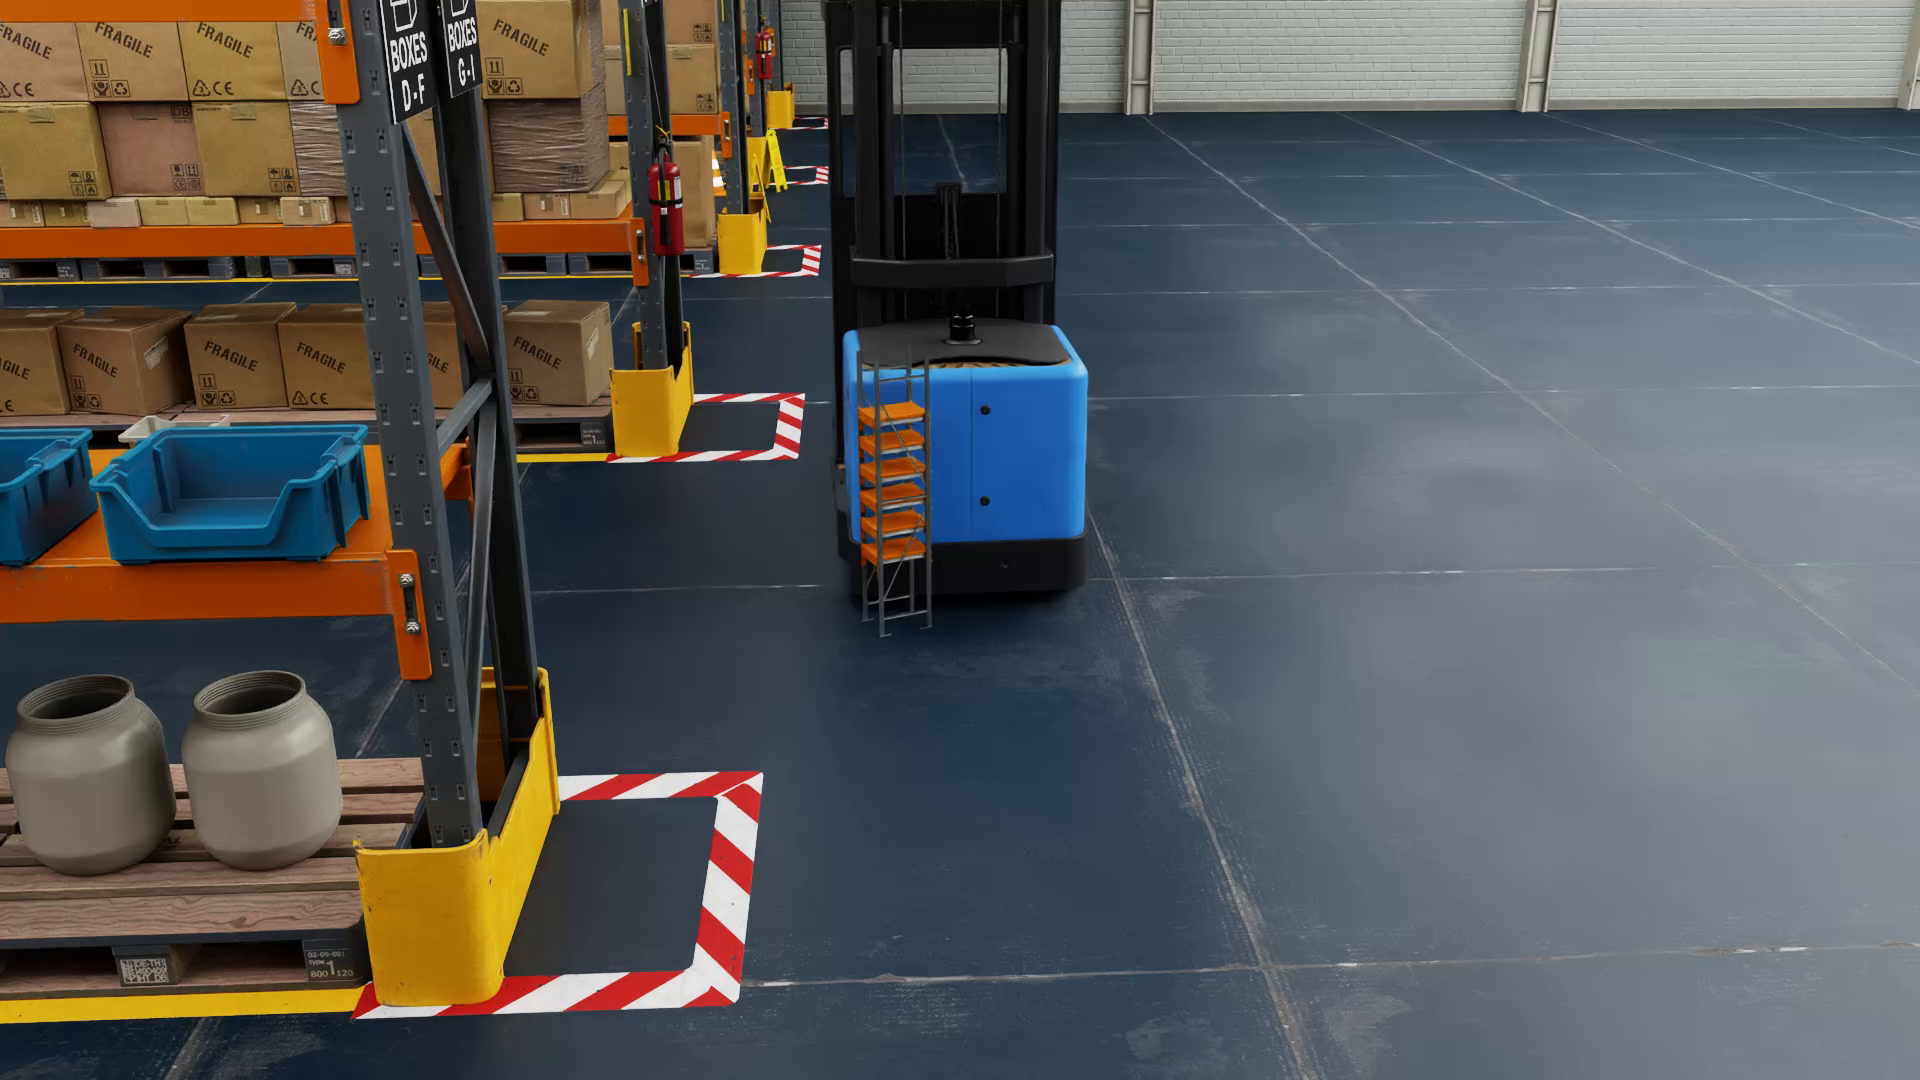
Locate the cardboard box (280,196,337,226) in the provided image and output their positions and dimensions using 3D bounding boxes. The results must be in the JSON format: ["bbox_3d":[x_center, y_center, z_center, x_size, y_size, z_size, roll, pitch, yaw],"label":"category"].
[{"bbox_3d":[-3.492,-1.812,9.019,0.250,0.149,0.380,-1,21,-3],"label":"cardboard box"}]

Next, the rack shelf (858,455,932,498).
[{"bbox_3d":[-0.271,-0.266,6.921,0.258,0.103,0.180,-10,23,-23],"label":"rack shelf"}]

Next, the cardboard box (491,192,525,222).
[{"bbox_3d":[-2.496,-1.852,9.122,0.250,0.149,0.380,-1,21,-3],"label":"cardboard box"}]

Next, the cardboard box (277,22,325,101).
[{"bbox_3d":[-3.260,-2.609,8.795,0.500,0.500,0.500,-1,21,-3],"label":"cardboard box"}]

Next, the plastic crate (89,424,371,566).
[{"bbox_3d":[-1.927,-0.131,4.459,0.616,0.251,0.499,-1,21,-3],"label":"plastic crate"}]

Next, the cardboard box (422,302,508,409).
[{"bbox_3d":[-2.946,-1.074,9.648,0.500,0.500,0.500,4,21,11],"label":"cardboard box"}]

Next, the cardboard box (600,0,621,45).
[{"bbox_3d":[-2.826,-4.378,13.675,0.550,0.550,0.875,-1,21,-3],"label":"cardboard box"}]

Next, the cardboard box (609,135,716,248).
[{"bbox_3d":[-2.583,-3.007,14.198,0.875,0.875,0.875,-1,21,-3],"label":"cardboard box"}]

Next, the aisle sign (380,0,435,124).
[{"bbox_3d":[-1.356,-1.428,4.003,0.004,0.787,0.394,-1,21,-3],"label":"aisle sign"}]

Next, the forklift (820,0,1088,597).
[{"bbox_3d":[-0.104,-1.604,8.213,1.130,2.935,3.031,-2,21,-5],"label":"forklift"}]

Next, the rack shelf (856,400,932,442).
[{"bbox_3d":[-0.272,-0.490,6.835,0.258,0.103,0.180,-10,23,-23],"label":"rack shelf"}]

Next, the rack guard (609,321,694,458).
[{"bbox_3d":[-1.803,-0.907,9.800,0.348,0.500,1.175,-1,21,-3],"label":"rack guard"}]

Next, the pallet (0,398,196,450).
[{"bbox_3d":[-5.052,-0.718,9.711,1.213,0.211,1.003,-1,21,-3],"label":"pallet"}]

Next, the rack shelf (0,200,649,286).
[{"bbox_3d":[-3.724,-1.700,9.381,4.000,0.370,1.077,-1,21,-3],"label":"rack shelf"}]

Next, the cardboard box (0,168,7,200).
[{"bbox_3d":[-5.268,-2.168,9.042,0.500,0.500,0.875,-1,21,-3],"label":"cardboard box"}]

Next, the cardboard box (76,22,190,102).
[{"bbox_3d":[-4.259,-2.588,8.739,0.500,0.500,0.500,-1,21,-3],"label":"cardboard box"}]

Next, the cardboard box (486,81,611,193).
[{"bbox_3d":[-2.278,-2.261,9.285,0.500,0.500,0.875,-1,21,-3],"label":"cardboard box"}]

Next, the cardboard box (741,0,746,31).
[{"bbox_3d":[-3.056,-7.304,22.948,0.500,0.500,0.500,-2,21,-4],"label":"cardboard box"}]

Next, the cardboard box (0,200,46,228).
[{"bbox_3d":[-4.991,-1.791,8.962,0.250,0.149,0.380,-1,21,-3],"label":"cardboard box"}]

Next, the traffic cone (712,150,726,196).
[{"bbox_3d":[-2.649,-3.944,17.831,0.334,0.463,0.336,-1,21,-3],"label":"traffic cone"}]

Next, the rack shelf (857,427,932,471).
[{"bbox_3d":[-0.271,-0.378,6.878,0.258,0.103,0.180,-10,23,-23],"label":"rack shelf"}]

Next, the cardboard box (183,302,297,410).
[{"bbox_3d":[-4.132,-1.072,9.644,0.500,0.500,0.500,-3,21,-8],"label":"cardboard box"}]

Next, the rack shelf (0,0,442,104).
[{"bbox_3d":[-3.441,-1.342,4.226,4.000,0.370,1.077,-1,21,-3],"label":"rack shelf"}]

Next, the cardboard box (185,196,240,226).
[{"bbox_3d":[-3.992,-1.811,9.014,0.250,0.149,0.380,-1,21,-3],"label":"cardboard box"}]

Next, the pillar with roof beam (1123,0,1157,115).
[{"bbox_3d":[2.909,-9.062,19.277,0.400,9.000,9.100,-1,21,-3],"label":"pillar with roof beam"}]

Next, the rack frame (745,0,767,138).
[{"bbox_3d":[-2.293,-5.597,18.606,0.127,3.000,1.000,-1,21,-3],"label":"rack frame"}]

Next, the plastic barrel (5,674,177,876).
[{"bbox_3d":[-2.598,0.700,4.973,0.421,0.512,0.421,0,21,0],"label":"plastic barrel"}]

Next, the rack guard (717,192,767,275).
[{"bbox_3d":[-1.885,-2.673,14.439,0.348,0.500,1.175,-1,21,-3],"label":"rack guard"}]

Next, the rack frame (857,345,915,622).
[{"bbox_3d":[-0.310,-0.225,7.025,0.240,1.200,0.006,-10,23,-23],"label":"rack frame"}]

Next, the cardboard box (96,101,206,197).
[{"bbox_3d":[-4.273,-2.212,9.156,0.500,0.500,0.875,-1,21,-3],"label":"cardboard box"}]

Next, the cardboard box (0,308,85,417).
[{"bbox_3d":[-5.319,-1.017,9.500,0.500,0.500,0.500,-2,21,-5],"label":"cardboard box"}]

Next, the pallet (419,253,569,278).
[{"bbox_3d":[-3.918,-2.470,14.311,1.213,0.211,1.003,-1,21,-3],"label":"pallet"}]

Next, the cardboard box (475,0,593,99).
[{"bbox_3d":[-2.262,-2.631,8.851,0.500,0.500,0.500,-1,21,-3],"label":"cardboard box"}]

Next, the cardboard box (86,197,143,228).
[{"bbox_3d":[-4.490,-1.790,8.959,0.250,0.149,0.380,-1,21,-3],"label":"cardboard box"}]

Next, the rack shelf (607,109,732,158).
[{"bbox_3d":[-3.906,-3.464,14.014,4.000,0.370,1.077,-1,21,-3],"label":"rack shelf"}]

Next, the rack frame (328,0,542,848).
[{"bbox_3d":[-1.444,-0.317,4.738,0.127,3.000,1.000,-1,21,-3],"label":"rack frame"}]

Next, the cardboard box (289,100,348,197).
[{"bbox_3d":[-3.272,-2.213,9.160,0.500,0.500,0.875,-1,21,-3],"label":"cardboard box"}]

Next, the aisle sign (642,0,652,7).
[{"bbox_3d":[-1.648,-3.186,8.621,0.004,0.787,0.394,-1,21,-3],"label":"aisle sign"}]

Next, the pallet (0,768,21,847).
[{"bbox_3d":[-3.544,1.043,5.086,1.213,0.211,1.003,-1,21,-3],"label":"pallet"}]

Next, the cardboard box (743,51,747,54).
[{"bbox_3d":[-3.071,-6.796,23.625,0.500,0.250,0.500,-1,21,-4],"label":"cardboard box"}]

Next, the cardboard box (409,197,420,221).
[{"bbox_3d":[-2.999,-1.862,9.149,0.250,0.149,0.380,-1,21,-3],"label":"cardboard box"}]

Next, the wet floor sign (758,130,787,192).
[{"bbox_3d":[-2.042,-4.120,18.037,0.232,0.644,0.267,6,22,16],"label":"wet floor sign"}]

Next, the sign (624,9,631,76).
[{"bbox_3d":[-1.716,-2.568,8.579,0.005,0.325,0.100,-1,21,-3],"label":"sign"}]

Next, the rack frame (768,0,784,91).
[{"bbox_3d":[-2.580,-7.360,23.237,0.127,3.000,1.000,-1,21,-3],"label":"rack frame"}]

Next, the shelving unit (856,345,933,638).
[{"bbox_3d":[-0.271,-0.196,6.947,0.258,1.200,0.189,-10,23,-23],"label":"shelving unit"}]

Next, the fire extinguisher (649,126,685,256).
[{"bbox_3d":[-1.587,-1.879,8.950,0.183,0.674,0.296,-1,21,-3],"label":"fire extinguisher"}]

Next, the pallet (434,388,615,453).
[{"bbox_3d":[-2.616,-0.768,9.841,1.213,0.211,1.003,-1,21,-3],"label":"pallet"}]

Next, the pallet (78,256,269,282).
[{"bbox_3d":[-6.669,-2.414,14.164,1.213,0.211,1.003,-1,21,-3],"label":"pallet"}]

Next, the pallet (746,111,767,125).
[{"bbox_3d":[-3.341,-6.027,23.653,1.213,0.211,1.003,-1,21,-3],"label":"pallet"}]

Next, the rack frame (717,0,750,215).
[{"bbox_3d":[-1.909,-3.841,13.993,0.127,3.000,1.000,-1,21,-3],"label":"rack frame"}]

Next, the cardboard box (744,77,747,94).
[{"bbox_3d":[-3.048,-6.384,23.245,0.500,0.250,0.500,-1,21,-4],"label":"cardboard box"}]

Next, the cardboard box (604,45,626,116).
[{"bbox_3d":[-2.825,-3.868,13.854,0.550,0.550,0.875,-1,21,-3],"label":"cardboard box"}]

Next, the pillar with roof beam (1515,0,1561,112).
[{"bbox_3d":[8.900,-9.184,19.597,0.400,9.000,9.100,-1,21,-3],"label":"pillar with roof beam"}]

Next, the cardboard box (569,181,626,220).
[{"bbox_3d":[-2.000,-1.880,9.197,0.250,0.149,0.380,-1,21,-3],"label":"cardboard box"}]
